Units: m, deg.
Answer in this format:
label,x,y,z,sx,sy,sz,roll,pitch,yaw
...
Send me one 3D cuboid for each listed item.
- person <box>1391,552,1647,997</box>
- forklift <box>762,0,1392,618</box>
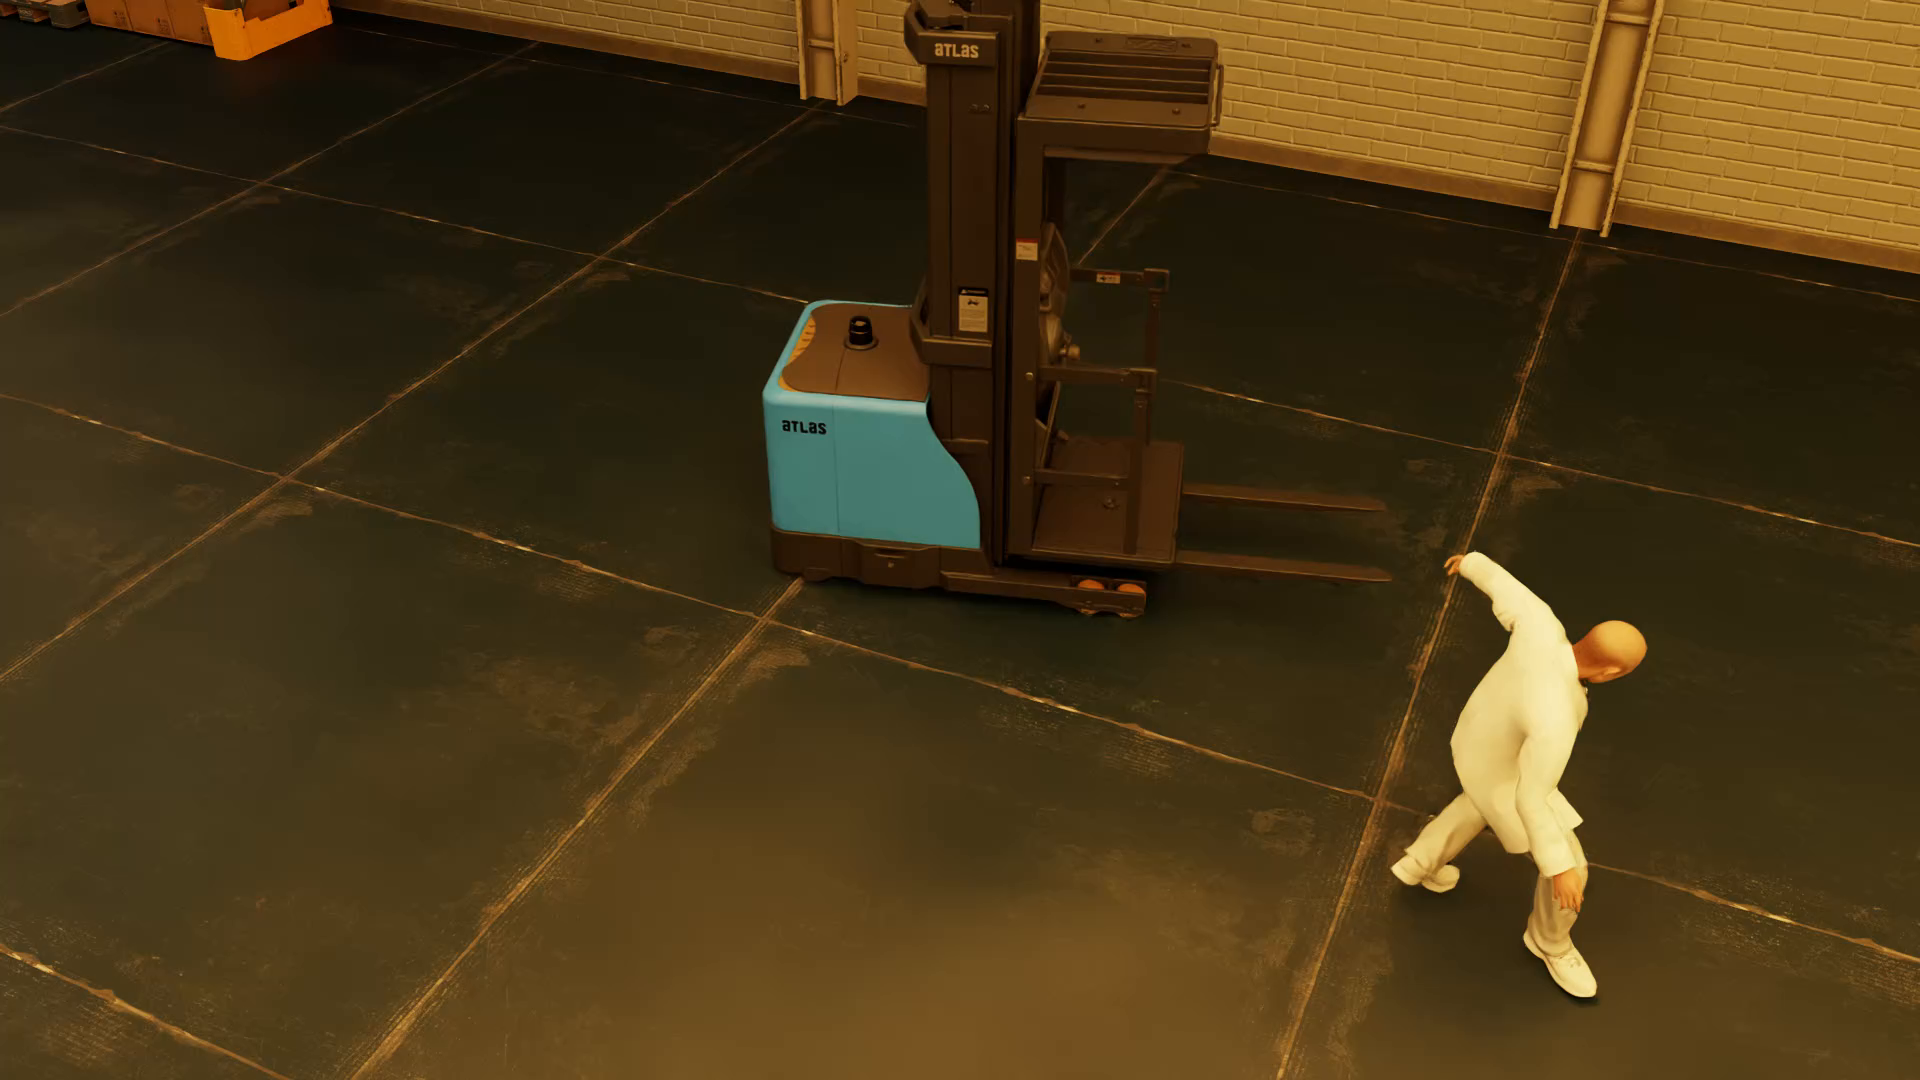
label,x,y,z,sx,sy,sz,roll,pitch,yaw
person,2.059,0.789,6.183,0.754,1.529,1.233,5,36,6
forklift,0.621,-1.147,7.695,3.031,2.935,1.130,5,36,7
